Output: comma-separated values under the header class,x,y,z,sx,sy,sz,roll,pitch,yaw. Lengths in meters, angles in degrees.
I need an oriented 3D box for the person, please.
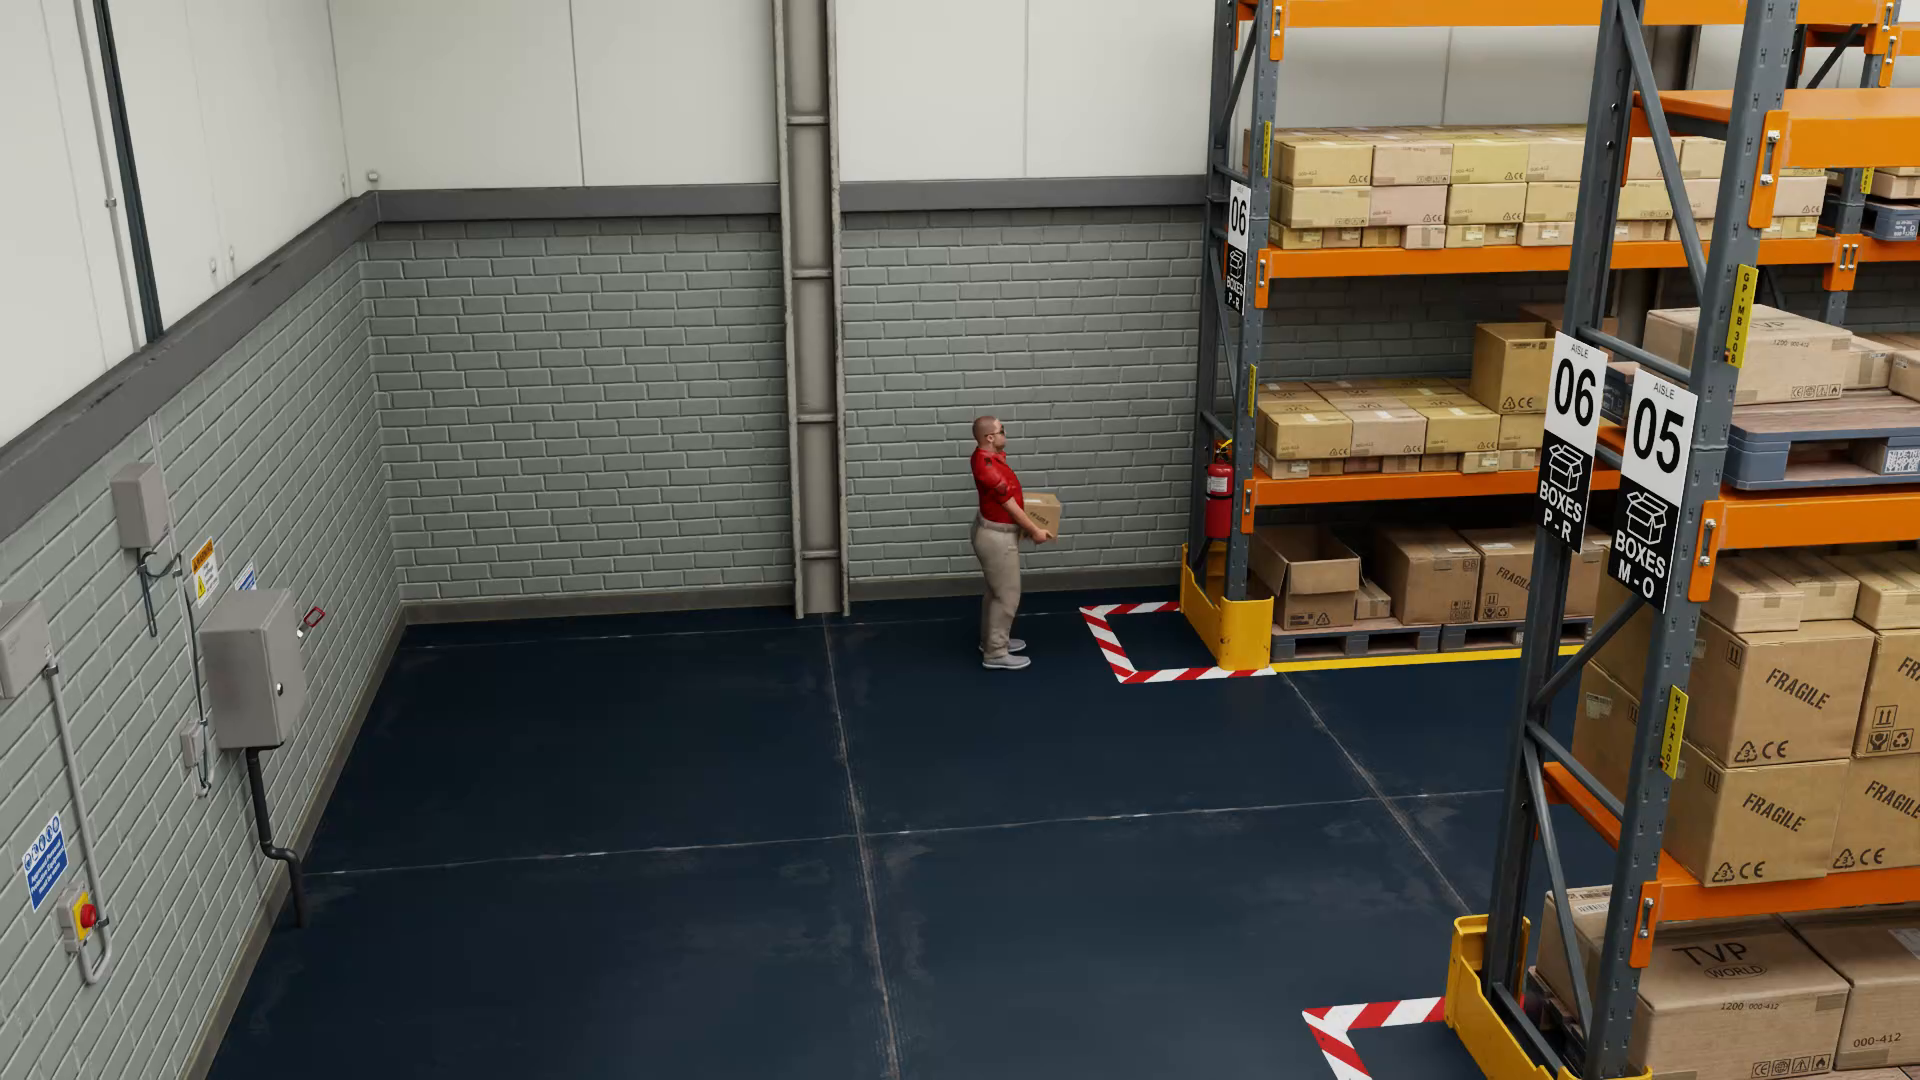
class,x,y,z,sx,sy,sz,roll,pitch,yaw
person,0.336,-0.005,11.128,0.530,1.712,0.493,-3,20,-7
